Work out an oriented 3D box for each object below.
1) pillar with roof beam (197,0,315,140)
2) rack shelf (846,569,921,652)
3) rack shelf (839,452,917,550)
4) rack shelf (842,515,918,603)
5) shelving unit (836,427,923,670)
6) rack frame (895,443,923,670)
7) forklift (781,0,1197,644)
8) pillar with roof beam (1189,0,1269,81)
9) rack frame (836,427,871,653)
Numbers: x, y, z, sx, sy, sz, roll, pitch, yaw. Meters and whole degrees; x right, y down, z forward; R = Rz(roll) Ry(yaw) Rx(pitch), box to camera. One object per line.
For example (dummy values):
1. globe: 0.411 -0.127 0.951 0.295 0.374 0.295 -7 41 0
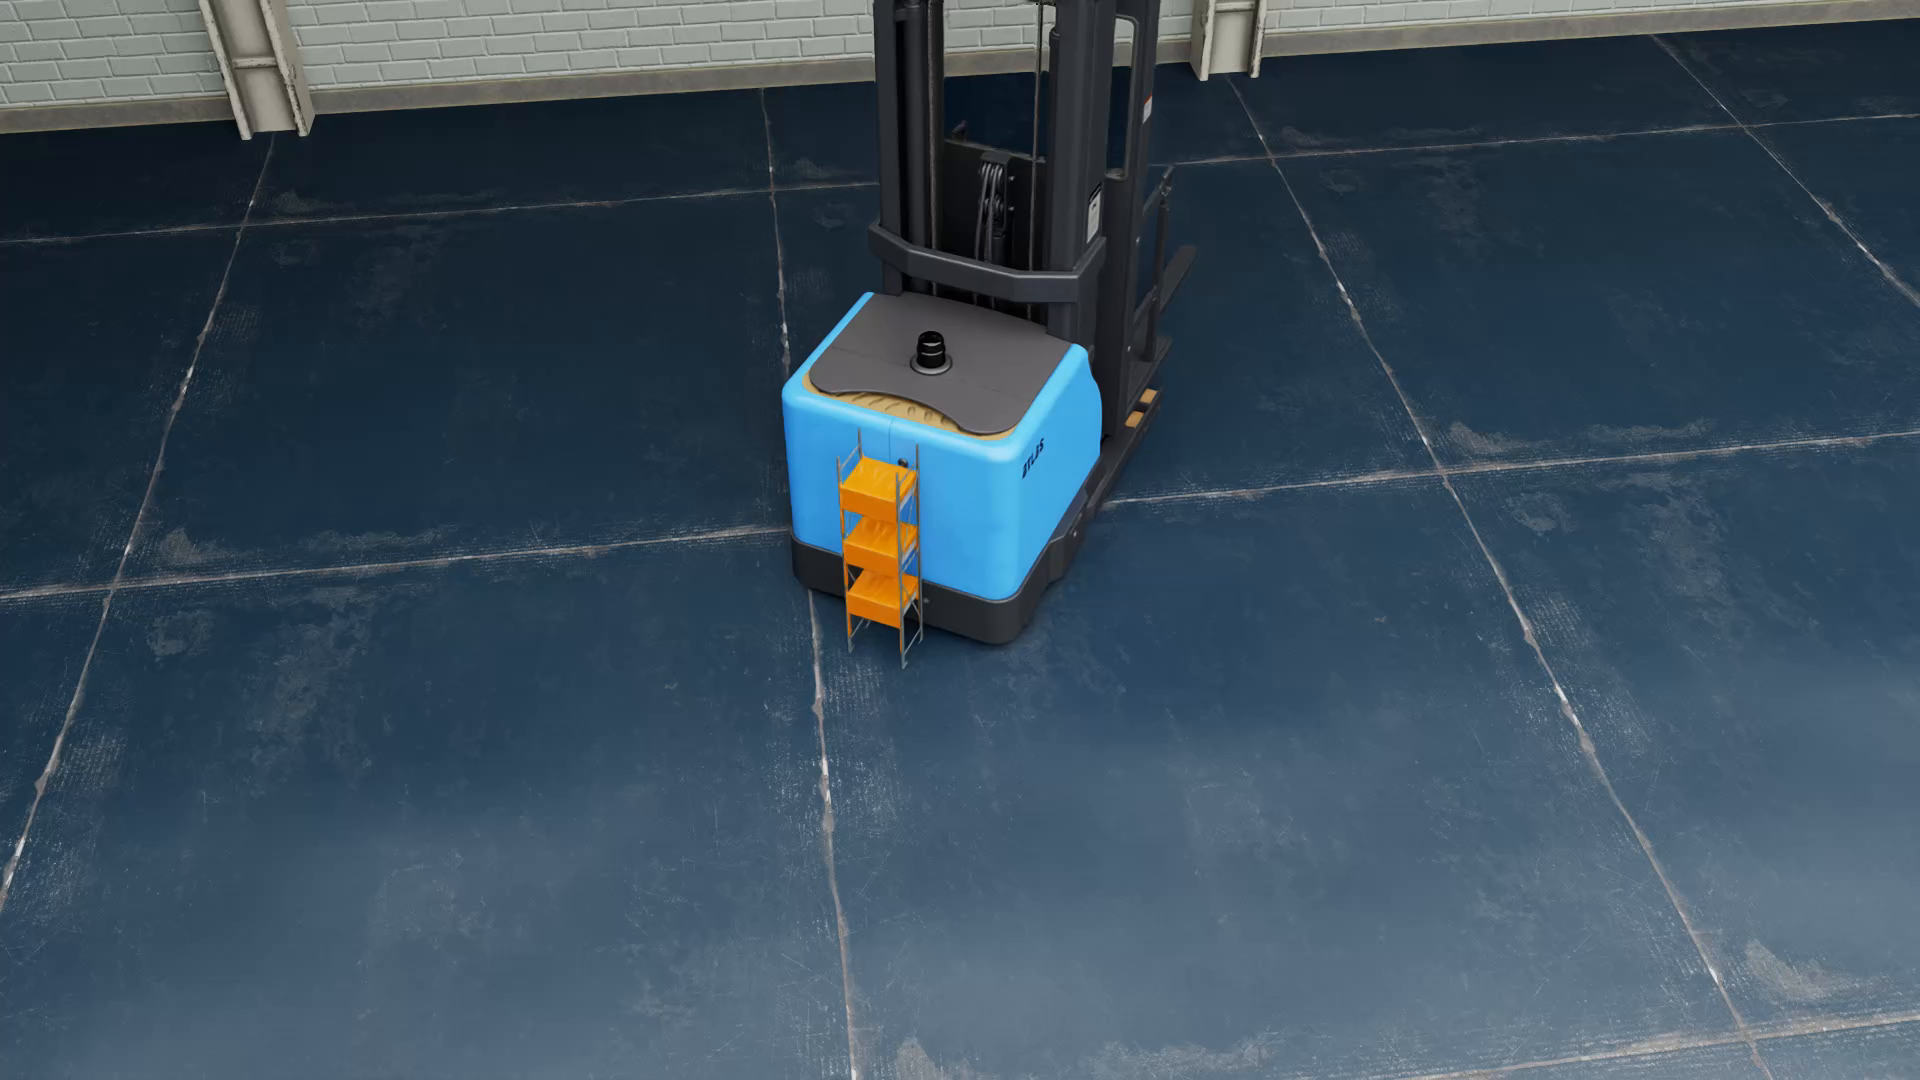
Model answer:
1. pillar with roof beam: -3.666 -3.053 4.131 0.400 9.000 9.100 -5 42 -6
2. rack shelf: -0.310 0.267 6.816 0.240 0.259 0.215 16 44 17
3. rack shelf: -0.310 -0.150 6.440 0.240 0.259 0.215 16 44 17
4. rack shelf: -0.310 0.061 6.630 0.240 0.259 0.215 16 44 17
5. shelving unit: -0.310 0.053 6.623 0.252 1.050 0.215 16 44 17
6. rack frame: -0.198 0.085 6.587 0.008 1.050 0.200 16 44 17
7. forklift: 0.341 -1.651 7.107 1.130 2.935 3.031 17 45 18
8. pillar with roof beam: 2.283 -3.574 4.709 0.400 9.000 9.100 -5 42 -6
9. rack frame: -0.422 0.021 6.658 0.008 1.050 0.200 16 44 17
